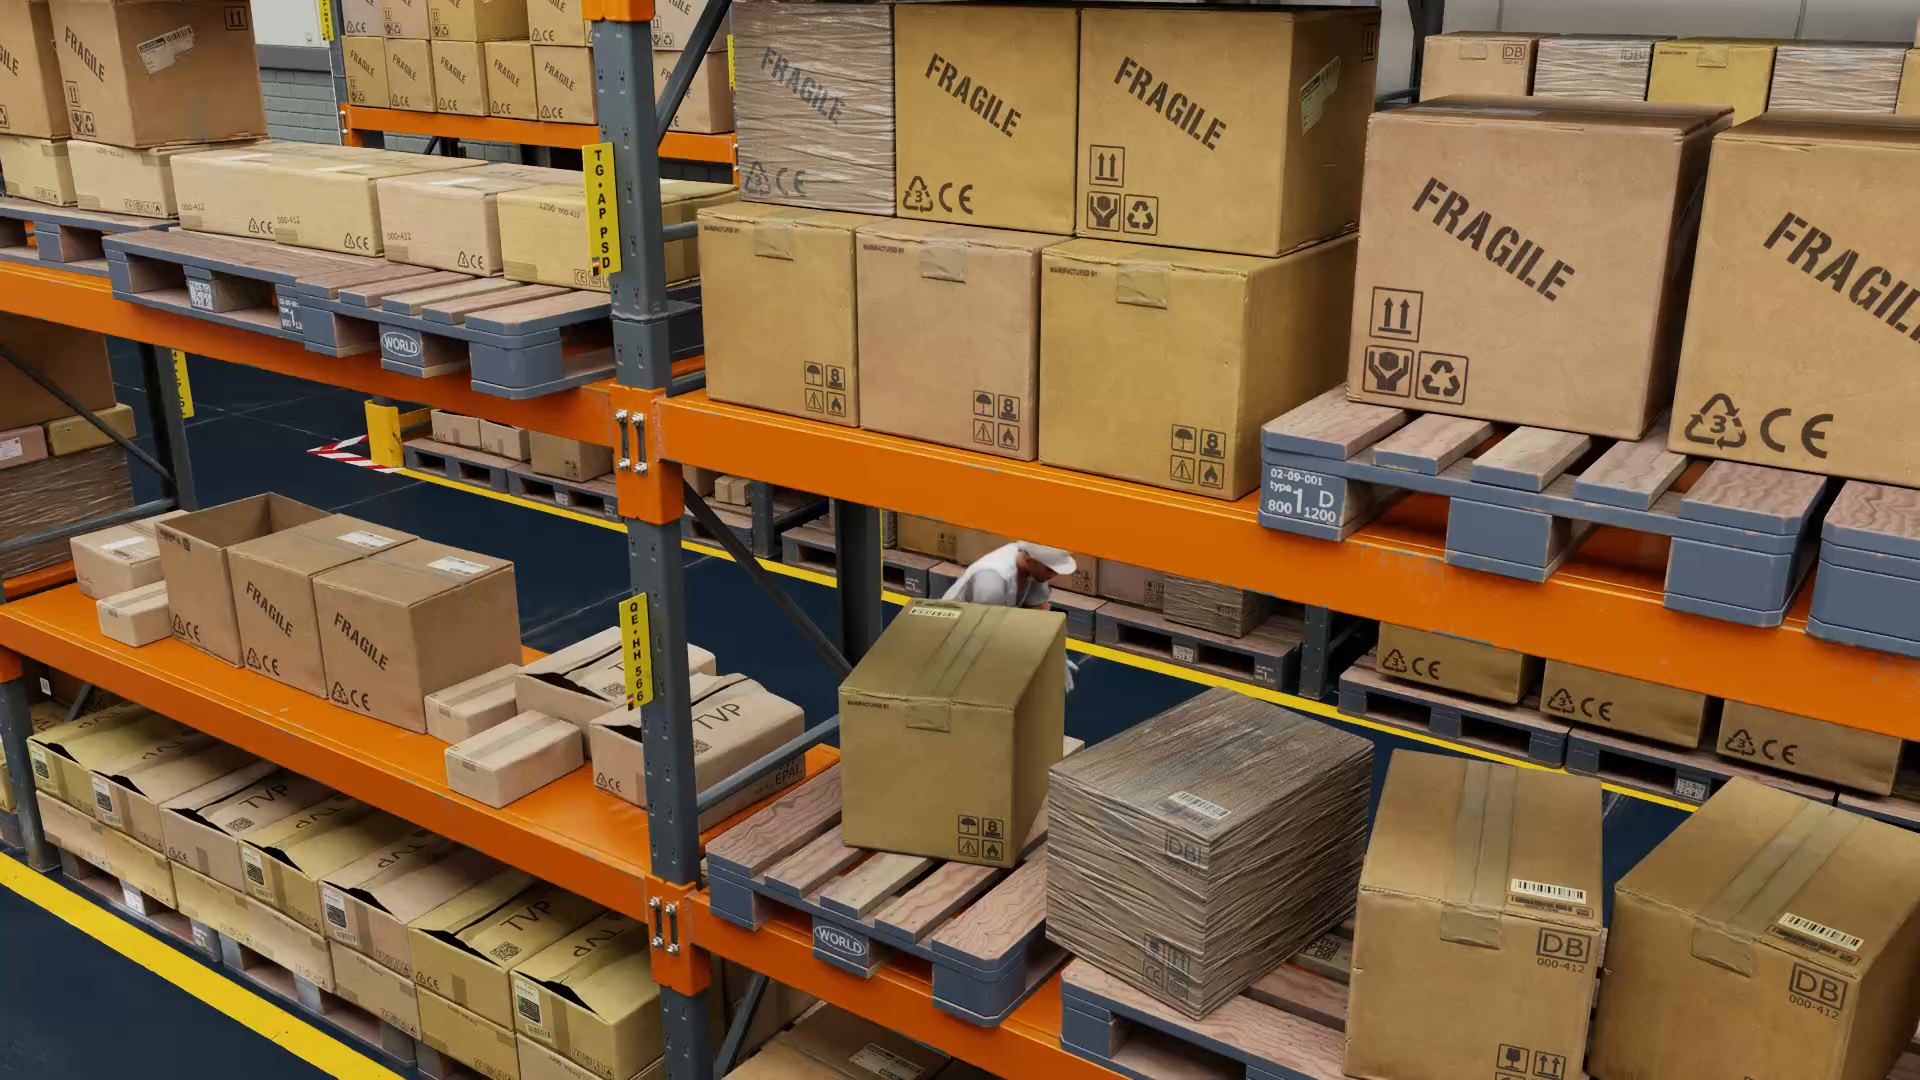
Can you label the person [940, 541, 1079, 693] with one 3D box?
[{"bbox_3d":[0.202,0.562,7.975,0.748,1.442,0.583,13,23,32],"label":"person"}]
